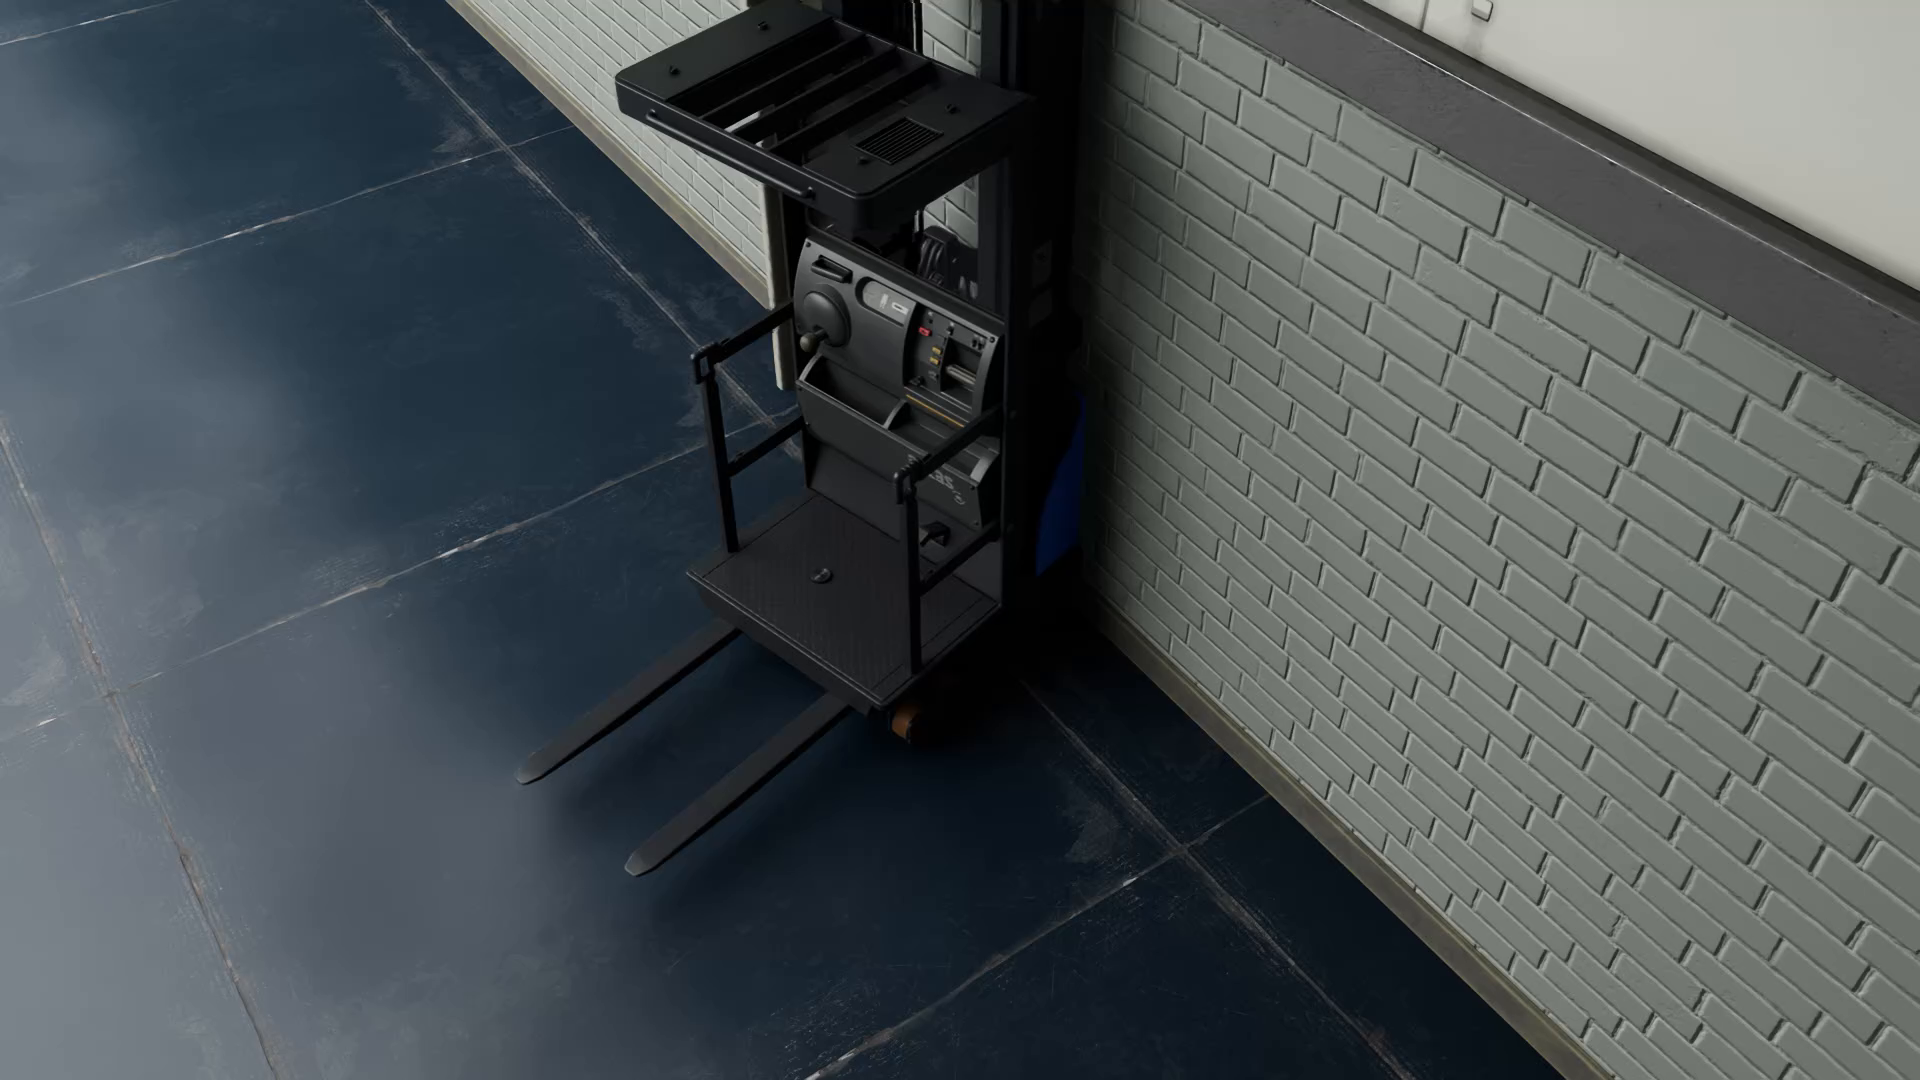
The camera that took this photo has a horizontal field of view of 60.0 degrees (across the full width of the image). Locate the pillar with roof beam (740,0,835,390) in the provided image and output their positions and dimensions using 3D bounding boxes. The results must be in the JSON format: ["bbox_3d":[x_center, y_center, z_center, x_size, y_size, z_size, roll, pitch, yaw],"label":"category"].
[{"bbox_3d":[-4.178,-2.253,3.084,9.100,9.000,0.400,-26,49,-24],"label":"pillar with roof beam"}]

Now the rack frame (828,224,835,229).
[{"bbox_3d":[-0.551,-0.958,7.452,0.240,1.200,0.015,-27,49,-25],"label":"rack frame"}]

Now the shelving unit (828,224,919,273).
[{"bbox_3d":[-0.408,-0.823,7.307,0.258,1.200,0.503,-27,49,-25],"label":"shelving unit"}]

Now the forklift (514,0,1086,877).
[{"bbox_3d":[-0.376,-0.682,5.833,1.130,2.935,3.031,31,52,28],"label":"forklift"}]
